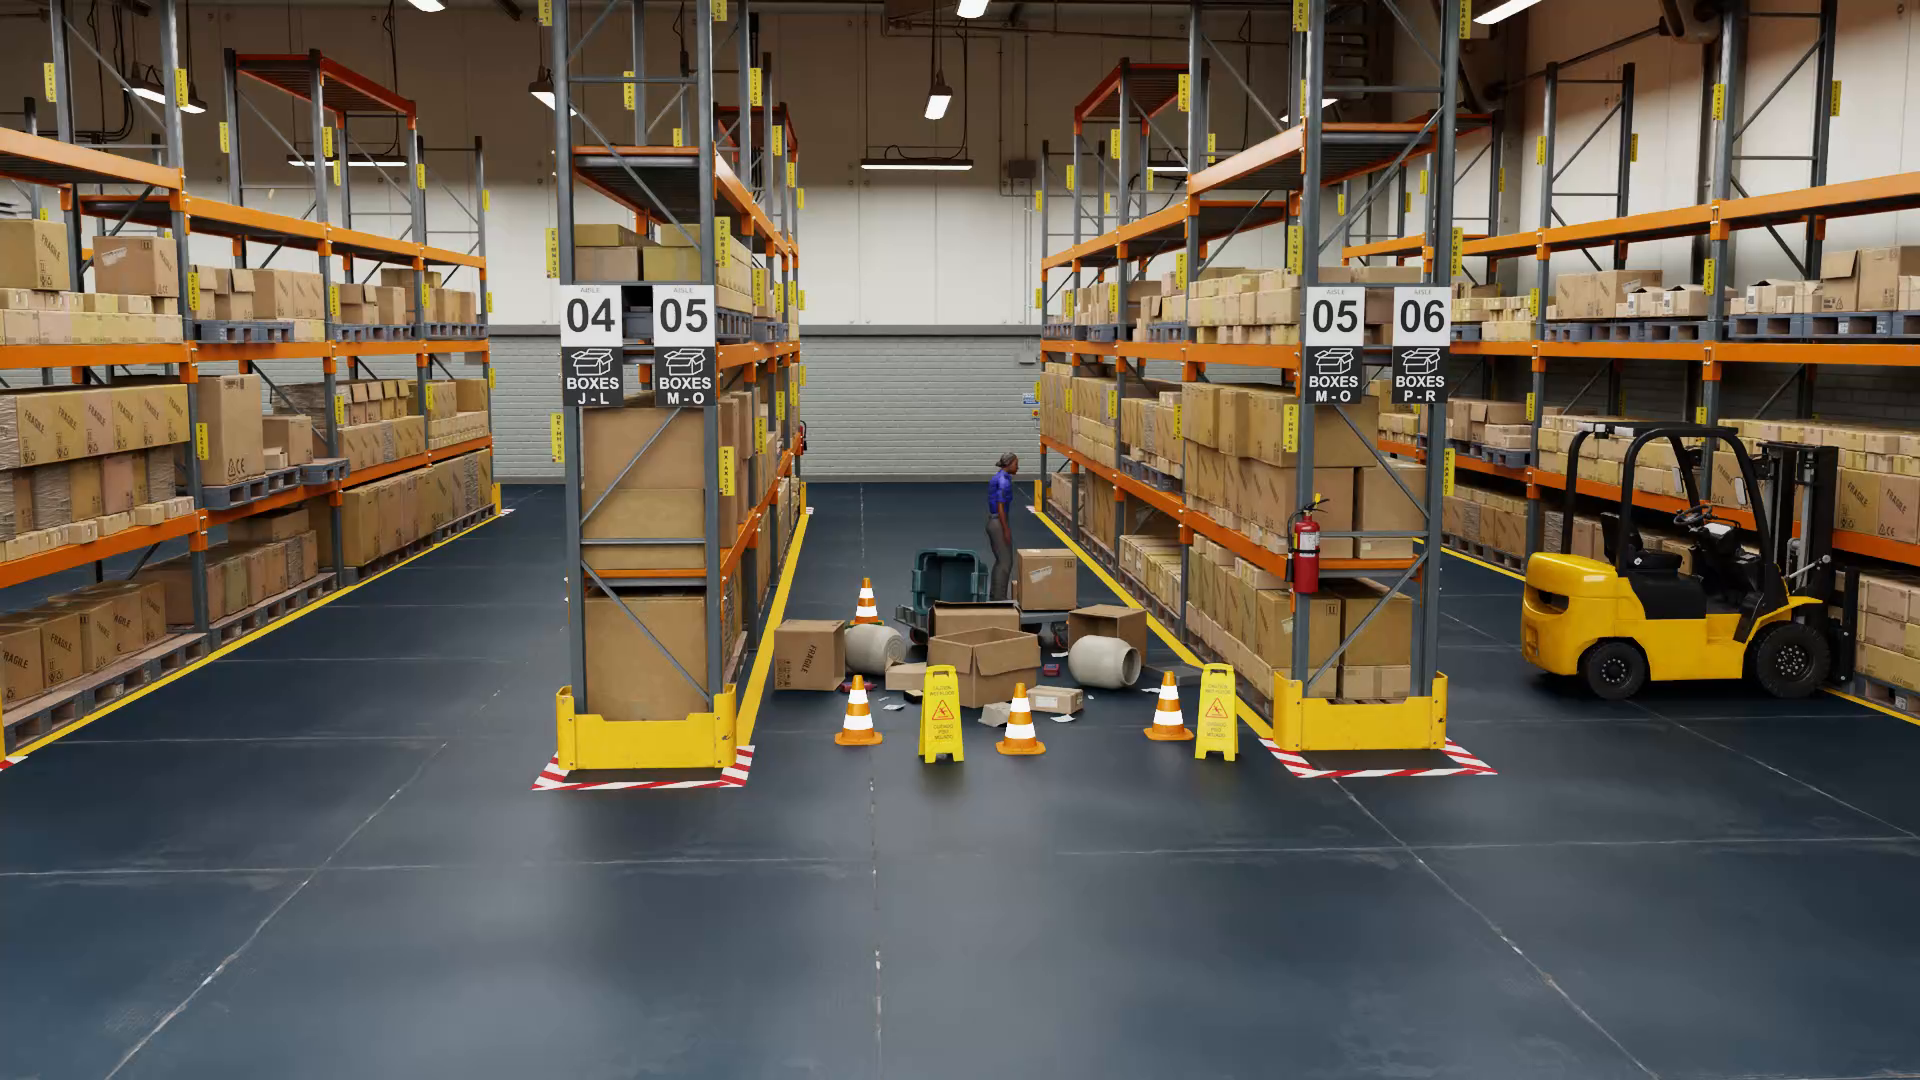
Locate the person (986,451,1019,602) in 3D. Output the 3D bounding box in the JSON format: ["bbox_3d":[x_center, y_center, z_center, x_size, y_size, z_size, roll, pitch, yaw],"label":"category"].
[{"bbox_3d":[0.456,-0.115,17.714,0.349,1.655,0.509,0,7,-4],"label":"person"}]
